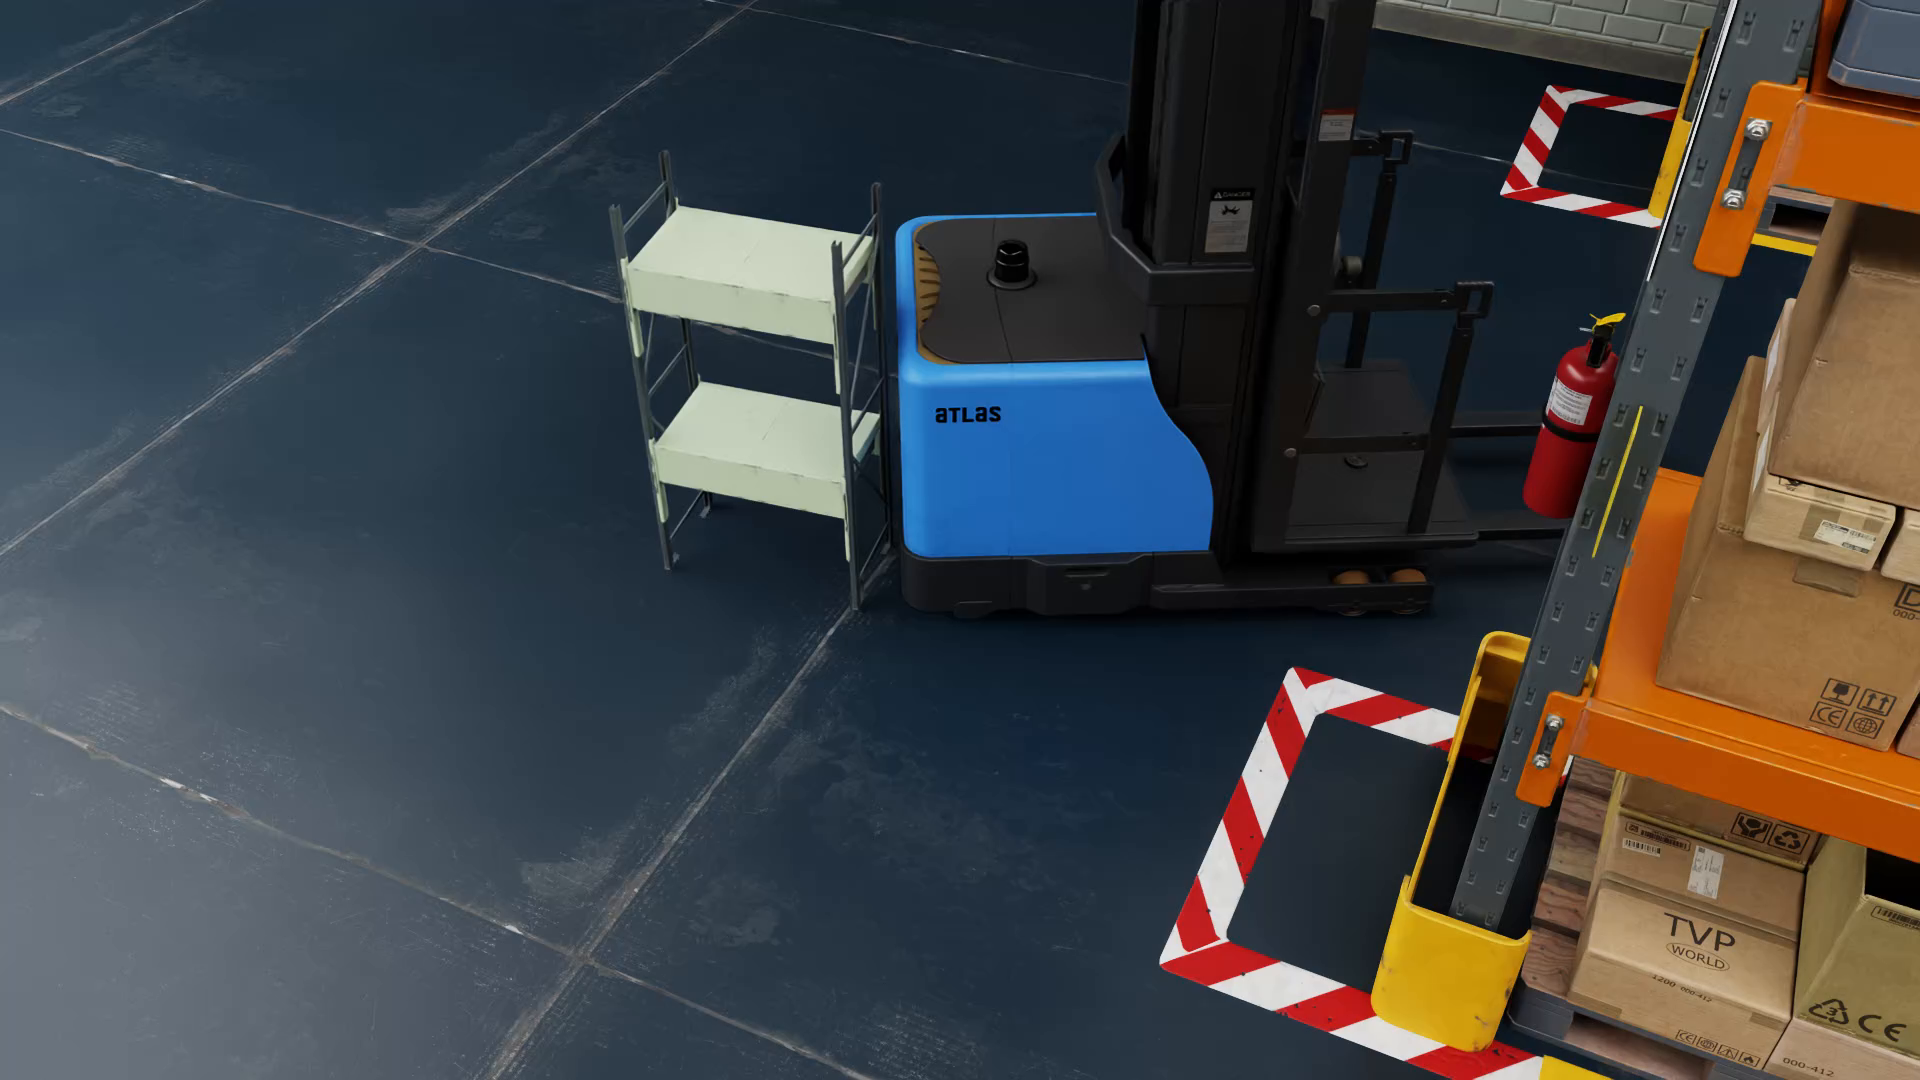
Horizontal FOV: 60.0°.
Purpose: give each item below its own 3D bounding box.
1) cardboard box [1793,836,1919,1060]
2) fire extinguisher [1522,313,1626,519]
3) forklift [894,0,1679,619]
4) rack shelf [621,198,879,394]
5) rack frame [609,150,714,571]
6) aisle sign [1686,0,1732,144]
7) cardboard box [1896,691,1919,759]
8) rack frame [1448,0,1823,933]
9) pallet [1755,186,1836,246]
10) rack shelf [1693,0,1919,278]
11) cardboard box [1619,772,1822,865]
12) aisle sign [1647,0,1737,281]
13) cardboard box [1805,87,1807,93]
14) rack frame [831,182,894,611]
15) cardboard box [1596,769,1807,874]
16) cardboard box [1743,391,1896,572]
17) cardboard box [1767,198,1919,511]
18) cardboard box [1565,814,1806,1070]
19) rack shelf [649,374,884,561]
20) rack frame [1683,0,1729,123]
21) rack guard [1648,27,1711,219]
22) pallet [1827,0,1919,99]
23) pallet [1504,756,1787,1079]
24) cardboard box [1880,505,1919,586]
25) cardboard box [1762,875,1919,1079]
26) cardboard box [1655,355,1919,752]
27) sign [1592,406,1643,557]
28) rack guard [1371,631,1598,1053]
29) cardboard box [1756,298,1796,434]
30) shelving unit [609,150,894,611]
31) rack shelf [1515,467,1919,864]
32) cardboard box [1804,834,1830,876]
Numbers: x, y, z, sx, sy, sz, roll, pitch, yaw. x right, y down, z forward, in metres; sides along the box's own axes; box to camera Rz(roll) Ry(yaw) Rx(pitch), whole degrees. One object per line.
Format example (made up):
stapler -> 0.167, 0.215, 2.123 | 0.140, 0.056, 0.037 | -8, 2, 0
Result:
cardboard box -> 2.417, 0.929, 4.094 | 0.500, 0.500, 0.500 | 17, 44, 19
fire extinguisher -> 1.661, -0.365, 4.440 | 0.183, 0.674, 0.296 | 17, 44, 19
forklift -> 1.288, -1.184, 5.378 | 3.031, 2.935, 1.130 | -2, 41, -2
rack shelf -> -0.668, -0.804, 5.437 | 0.720, 0.370, 0.431 | 11, 42, 13
rack frame -> -1.018, -0.580, 5.774 | 0.023, 1.500, 0.400 | 11, 42, 13
aisle sign -> 1.636, -1.260, 3.429 | 0.004, 0.787, 0.394 | 17, 44, 19
cardboard box -> 2.467, 0.156, 3.703 | 0.500, 0.500, 0.700 | 18, 44, 20
rack frame -> 1.571, -0.085, 4.058 | 0.127, 3.000, 1.000 | 17, 44, 19
pallet -> 4.453, -1.706, 8.057 | 1.213, 0.211, 1.003 | 17, 44, 19
rack shelf -> 3.384, -0.393, 2.673 | 4.000, 0.370, 1.077 | 17, 44, 19
cardboard box -> 2.183, 0.483, 4.608 | 0.500, 0.500, 0.500 | 17, 44, 19
aisle sign -> 1.382, -0.904, 3.018 | 0.004, 0.787, 0.394 | 17, 44, 19
cardboard box -> 4.251, -1.932, 7.906 | 0.500, 0.311, 0.500 | 12, 42, 14
rack frame -> -0.318, -0.439, 5.611 | 0.023, 1.500, 0.400 | 11, 42, 13
cardboard box -> 2.182, 0.768, 4.852 | 0.500, 0.250, 0.500 | 17, 44, 19
cardboard box -> 1.836, -0.132, 3.540 | 0.250, 0.149, 0.380 | 17, 44, 18
cardboard box -> 2.037, -0.462, 3.426 | 0.500, 0.500, 0.700 | 17, 44, 19
cardboard box -> 1.963, 1.075, 4.498 | 0.500, 0.250, 0.500 | 17, 44, 19
rack shelf -> -0.668, -0.263, 5.906 | 0.720, 0.370, 0.431 | 11, 42, 13
rack frame -> 3.662, -3.027, 7.452 | 0.127, 3.000, 1.000 | 17, 44, 19
rack guard -> 3.731, -2.061, 8.246 | 0.348, 0.500, 1.175 | 17, 44, 19
pallet -> 2.201, -0.974, 2.861 | 1.213, 0.211, 1.003 | 17, 44, 19
pallet -> 2.282, 1.155, 4.756 | 1.213, 0.211, 1.003 | 17, 44, 19
cardboard box -> 2.076, -0.060, 3.458 | 0.250, 0.149, 0.380 | 16, 43, 18
cardboard box -> 2.418, 1.212, 4.341 | 0.500, 0.250, 0.500 | 17, 44, 19
cardboard box -> 1.989, 0.014, 3.868 | 0.500, 0.500, 0.700 | 17, 44, 19
sign -> 1.331, -0.115, 3.371 | 0.005, 0.325, 0.100 | 17, 44, 19
rack guard -> 1.550, 0.853, 4.885 | 0.348, 0.500, 1.175 | 17, 44, 19
cardboard box -> 1.998, -0.376, 3.822 | 0.250, 0.149, 0.380 | 16, 44, 18
shelving unit -> -0.668, -0.509, 5.692 | 0.755, 1.500, 0.431 | 11, 42, 13
rack shelf -> 3.384, 0.740, 3.655 | 4.000, 0.370, 1.077 | 17, 44, 19
cardboard box -> 2.640, 0.899, 4.701 | 0.500, 0.250, 0.500 | 17, 44, 19
